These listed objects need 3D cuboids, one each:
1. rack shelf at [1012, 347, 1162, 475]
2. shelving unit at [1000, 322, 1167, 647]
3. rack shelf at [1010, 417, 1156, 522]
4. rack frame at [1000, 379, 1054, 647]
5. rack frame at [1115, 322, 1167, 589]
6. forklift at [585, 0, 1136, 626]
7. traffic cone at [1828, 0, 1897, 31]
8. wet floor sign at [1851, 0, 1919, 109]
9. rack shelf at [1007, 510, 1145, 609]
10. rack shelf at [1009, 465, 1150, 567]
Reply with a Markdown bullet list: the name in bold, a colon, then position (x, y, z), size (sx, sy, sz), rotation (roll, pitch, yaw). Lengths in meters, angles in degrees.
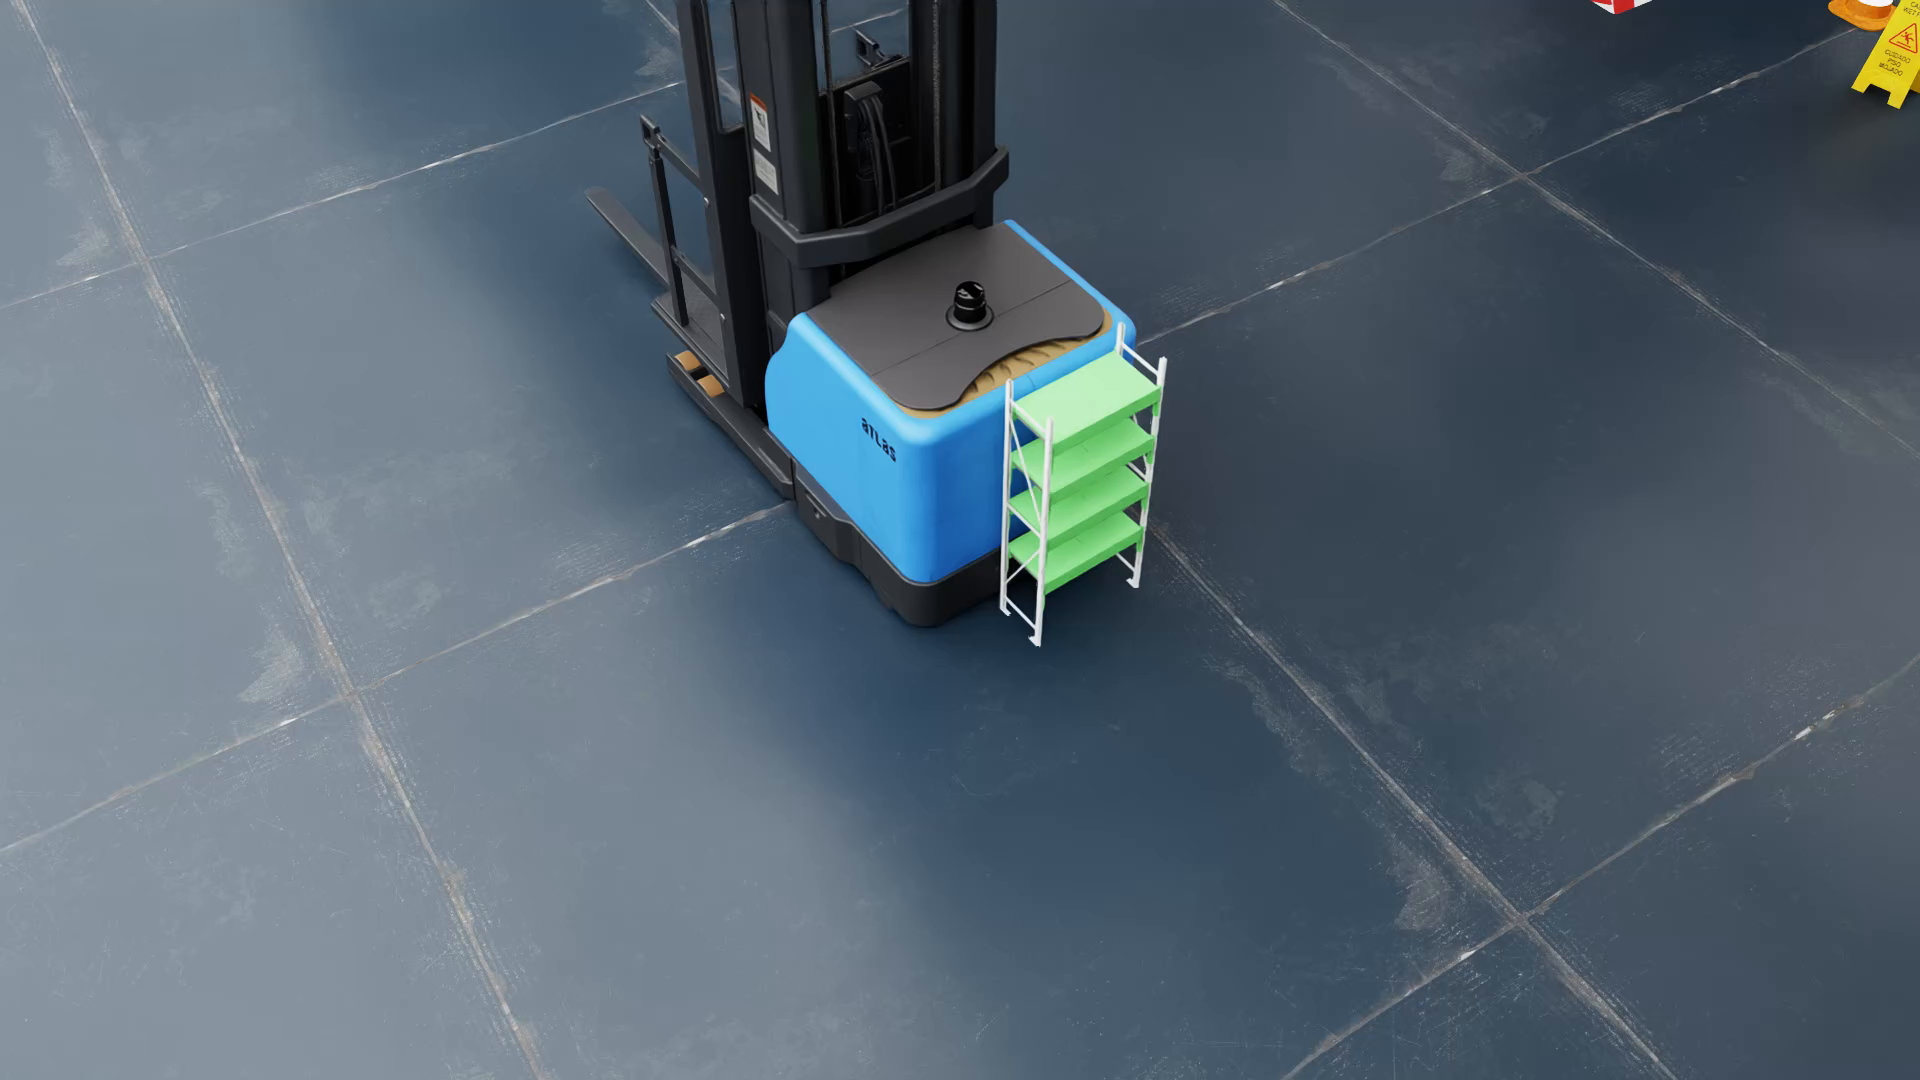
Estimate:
- **rack shelf**: position (0.428, -0.450, 5.735), size (0.480, 0.148, 0.258), rotation (-29, 54, -23)
- **shelving unit**: position (0.428, -0.173, 6.046), size (0.503, 1.200, 0.258), rotation (-29, 54, -23)
- **rack shelf**: position (0.428, -0.290, 5.914), size (0.480, 0.148, 0.258), rotation (-29, 54, -23)
- **rack frame**: position (0.232, -0.065, 5.950), size (0.015, 1.200, 0.240), rotation (-29, 54, -23)
- **rack frame**: position (0.624, -0.281, 6.142), size (0.015, 1.200, 0.240), rotation (-29, 54, -23)
- **forklift**: position (-0.618, -1.712, 6.258), size (1.130, 2.935, 3.031), rotation (-28, 54, -23)
- **traffic cone**: position (5.085, -3.116, 9.160), size (0.334, 0.463, 0.336), rotation (-25, 53, -21)
- **wet floor sign**: position (4.910, -2.600, 8.578), size (0.232, 0.644, 0.267), rotation (-34, 57, -27)
- **rack shelf**: position (0.428, 0.029, 6.273), size (0.480, 0.148, 0.258), rotation (-29, 54, -23)
- **rack shelf**: position (0.428, -0.130, 6.094), size (0.480, 0.148, 0.258), rotation (-29, 54, -23)
